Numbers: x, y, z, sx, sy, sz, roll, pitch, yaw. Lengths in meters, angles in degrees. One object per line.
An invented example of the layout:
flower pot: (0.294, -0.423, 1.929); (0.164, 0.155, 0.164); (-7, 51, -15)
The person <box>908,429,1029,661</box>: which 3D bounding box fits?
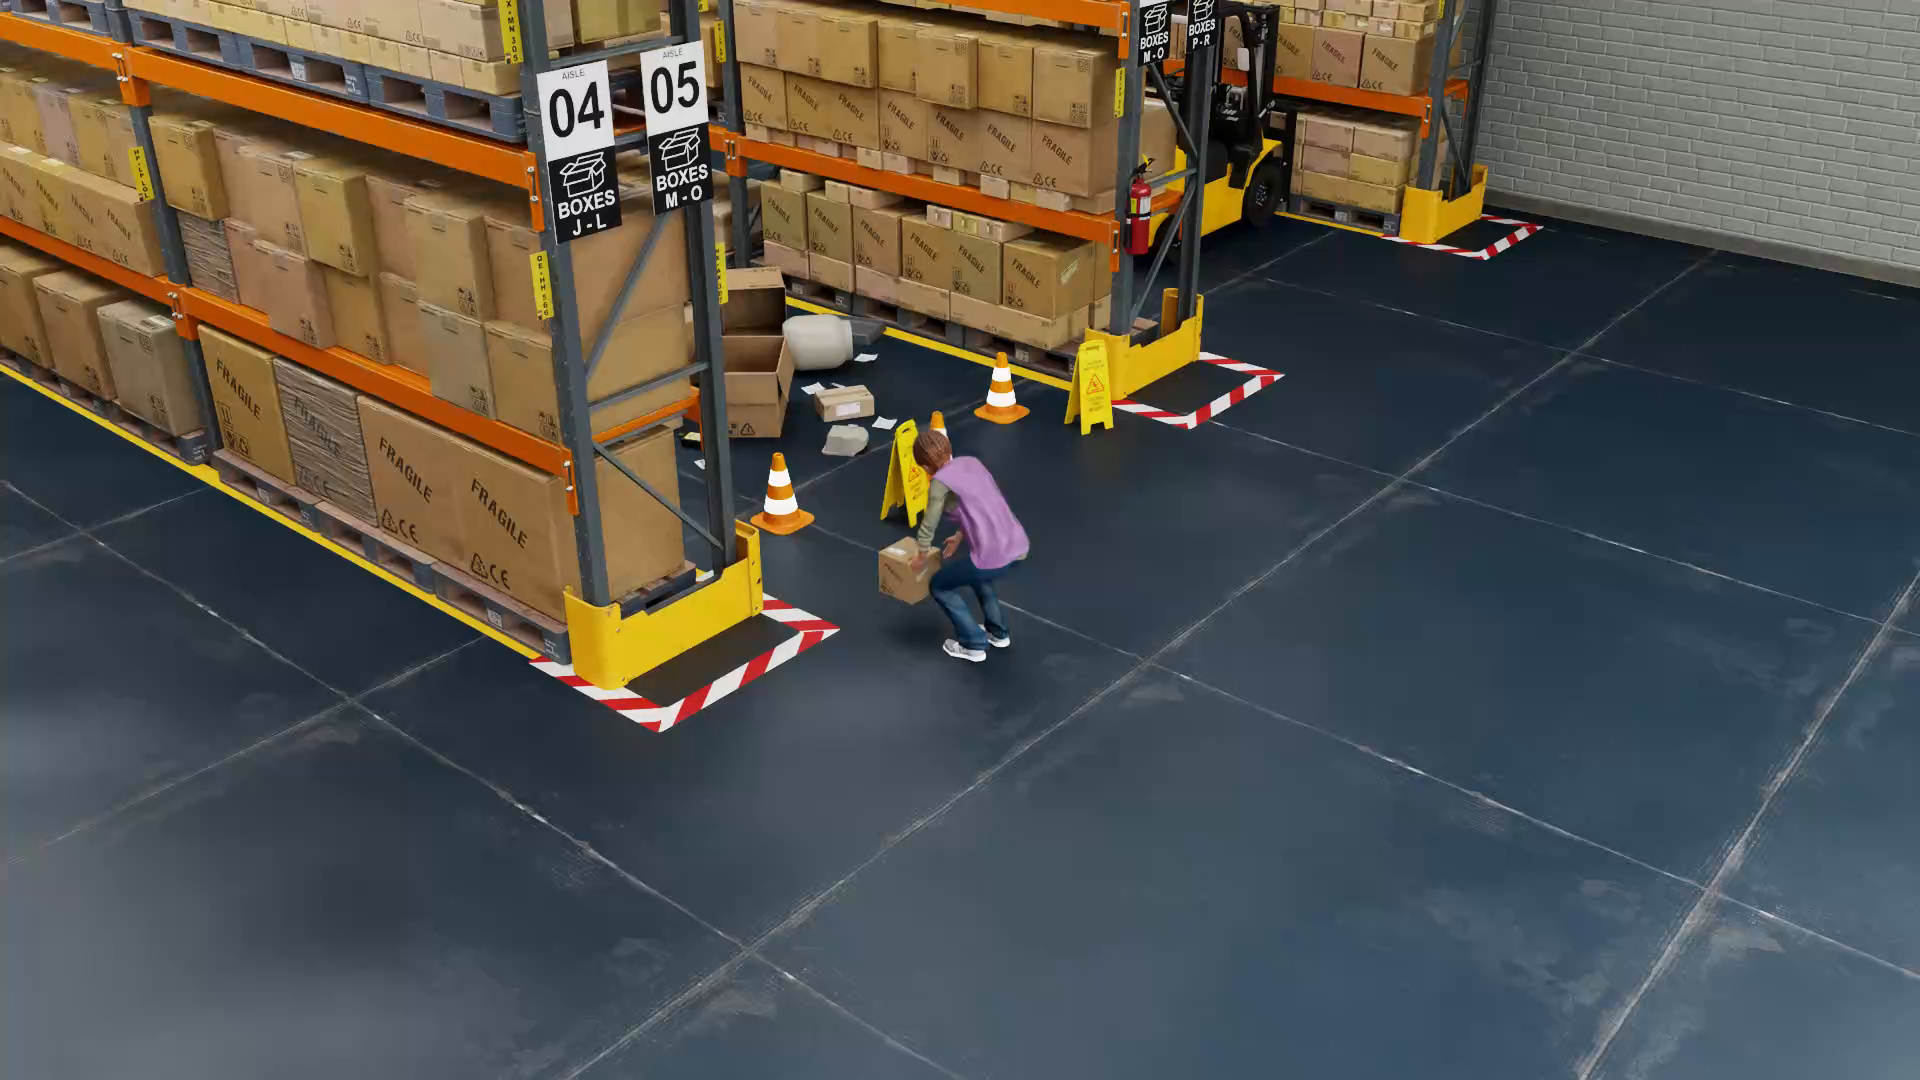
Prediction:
person: (0.031, 0.052, 8.928); (0.685, 1.234, 0.463); (21, 34, 34)
